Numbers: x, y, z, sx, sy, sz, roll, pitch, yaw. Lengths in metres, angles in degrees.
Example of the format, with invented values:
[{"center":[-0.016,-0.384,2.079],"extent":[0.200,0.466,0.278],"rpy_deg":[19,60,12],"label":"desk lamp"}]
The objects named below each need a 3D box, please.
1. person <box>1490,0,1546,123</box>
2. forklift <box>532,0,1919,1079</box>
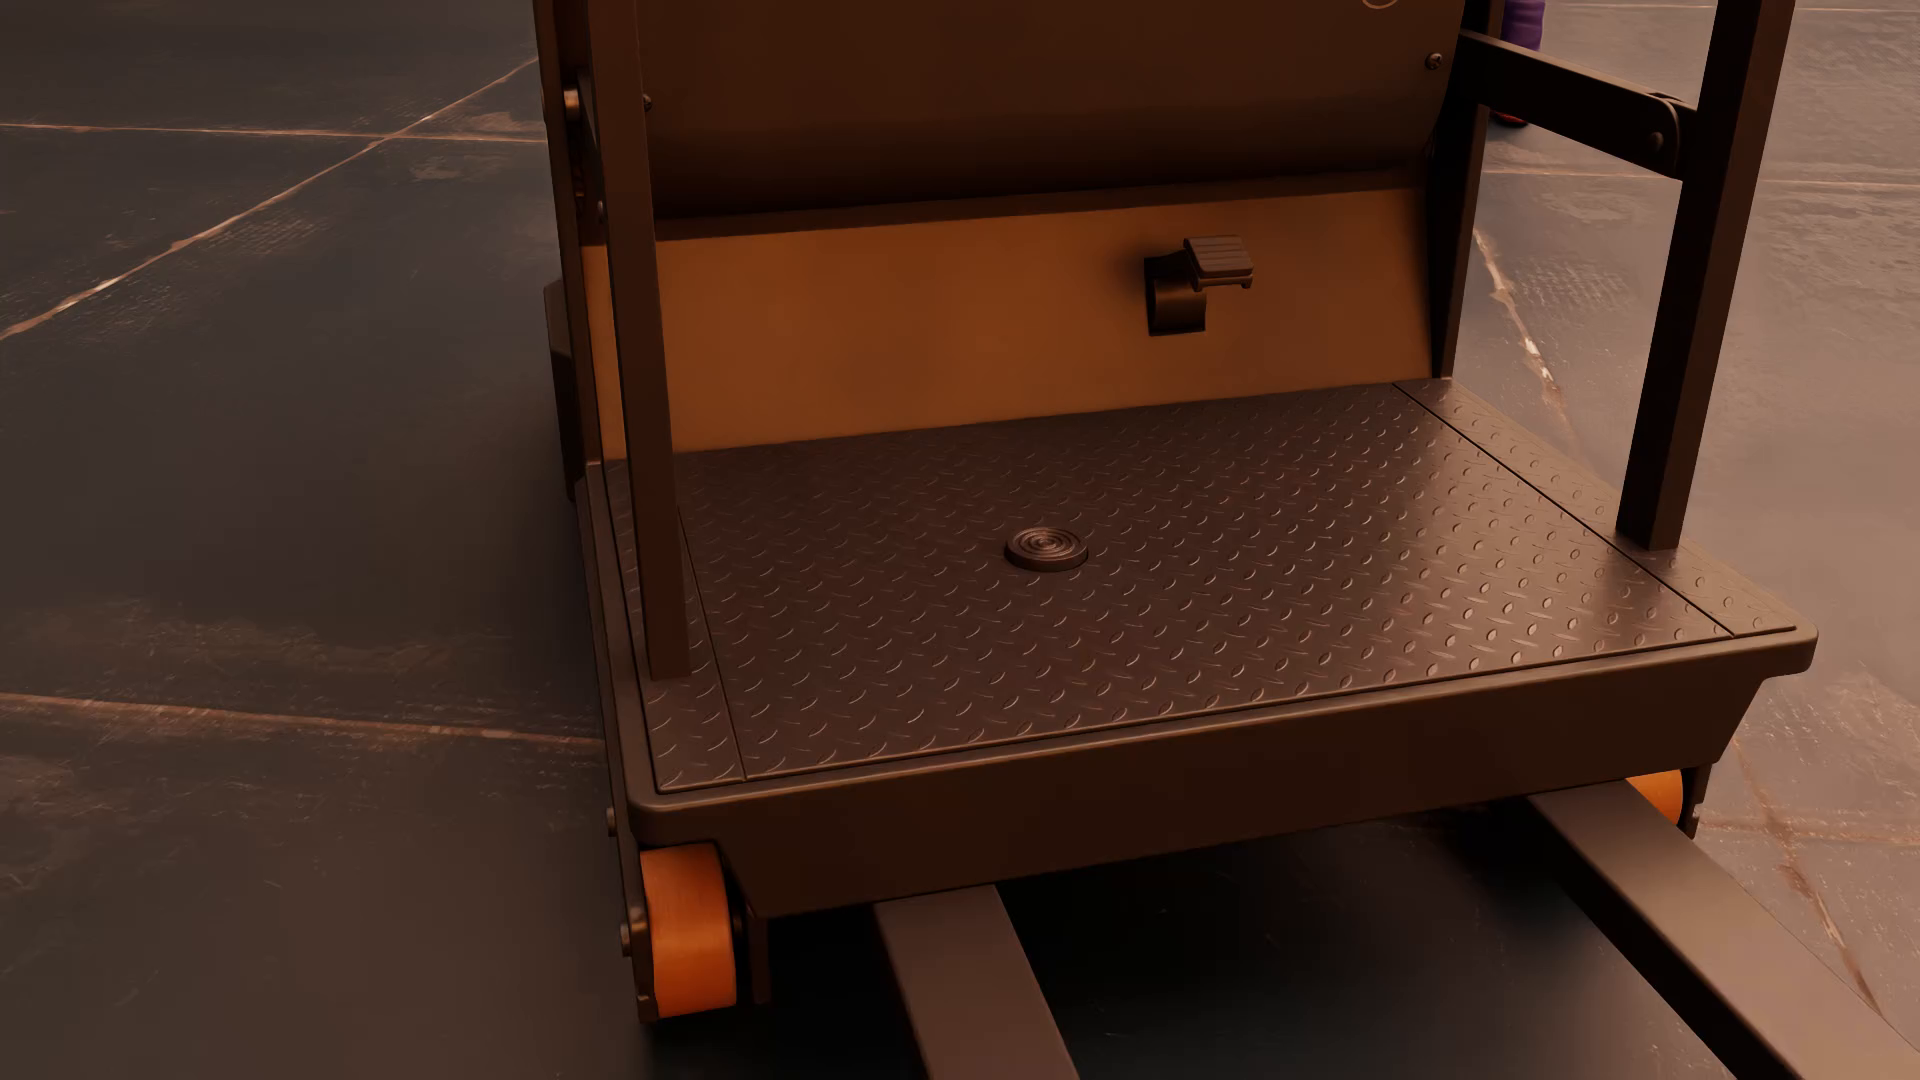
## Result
[{"center":[1.510,-2.014,4.745],"extent":[0.557,1.652,0.449],"rpy_deg":[2,27,4],"label":"person"},{"center":[0.153,-1.049,1.319],"extent":[1.130,2.935,3.031],"rpy_deg":[-7,27,-13],"label":"forklift"}]
